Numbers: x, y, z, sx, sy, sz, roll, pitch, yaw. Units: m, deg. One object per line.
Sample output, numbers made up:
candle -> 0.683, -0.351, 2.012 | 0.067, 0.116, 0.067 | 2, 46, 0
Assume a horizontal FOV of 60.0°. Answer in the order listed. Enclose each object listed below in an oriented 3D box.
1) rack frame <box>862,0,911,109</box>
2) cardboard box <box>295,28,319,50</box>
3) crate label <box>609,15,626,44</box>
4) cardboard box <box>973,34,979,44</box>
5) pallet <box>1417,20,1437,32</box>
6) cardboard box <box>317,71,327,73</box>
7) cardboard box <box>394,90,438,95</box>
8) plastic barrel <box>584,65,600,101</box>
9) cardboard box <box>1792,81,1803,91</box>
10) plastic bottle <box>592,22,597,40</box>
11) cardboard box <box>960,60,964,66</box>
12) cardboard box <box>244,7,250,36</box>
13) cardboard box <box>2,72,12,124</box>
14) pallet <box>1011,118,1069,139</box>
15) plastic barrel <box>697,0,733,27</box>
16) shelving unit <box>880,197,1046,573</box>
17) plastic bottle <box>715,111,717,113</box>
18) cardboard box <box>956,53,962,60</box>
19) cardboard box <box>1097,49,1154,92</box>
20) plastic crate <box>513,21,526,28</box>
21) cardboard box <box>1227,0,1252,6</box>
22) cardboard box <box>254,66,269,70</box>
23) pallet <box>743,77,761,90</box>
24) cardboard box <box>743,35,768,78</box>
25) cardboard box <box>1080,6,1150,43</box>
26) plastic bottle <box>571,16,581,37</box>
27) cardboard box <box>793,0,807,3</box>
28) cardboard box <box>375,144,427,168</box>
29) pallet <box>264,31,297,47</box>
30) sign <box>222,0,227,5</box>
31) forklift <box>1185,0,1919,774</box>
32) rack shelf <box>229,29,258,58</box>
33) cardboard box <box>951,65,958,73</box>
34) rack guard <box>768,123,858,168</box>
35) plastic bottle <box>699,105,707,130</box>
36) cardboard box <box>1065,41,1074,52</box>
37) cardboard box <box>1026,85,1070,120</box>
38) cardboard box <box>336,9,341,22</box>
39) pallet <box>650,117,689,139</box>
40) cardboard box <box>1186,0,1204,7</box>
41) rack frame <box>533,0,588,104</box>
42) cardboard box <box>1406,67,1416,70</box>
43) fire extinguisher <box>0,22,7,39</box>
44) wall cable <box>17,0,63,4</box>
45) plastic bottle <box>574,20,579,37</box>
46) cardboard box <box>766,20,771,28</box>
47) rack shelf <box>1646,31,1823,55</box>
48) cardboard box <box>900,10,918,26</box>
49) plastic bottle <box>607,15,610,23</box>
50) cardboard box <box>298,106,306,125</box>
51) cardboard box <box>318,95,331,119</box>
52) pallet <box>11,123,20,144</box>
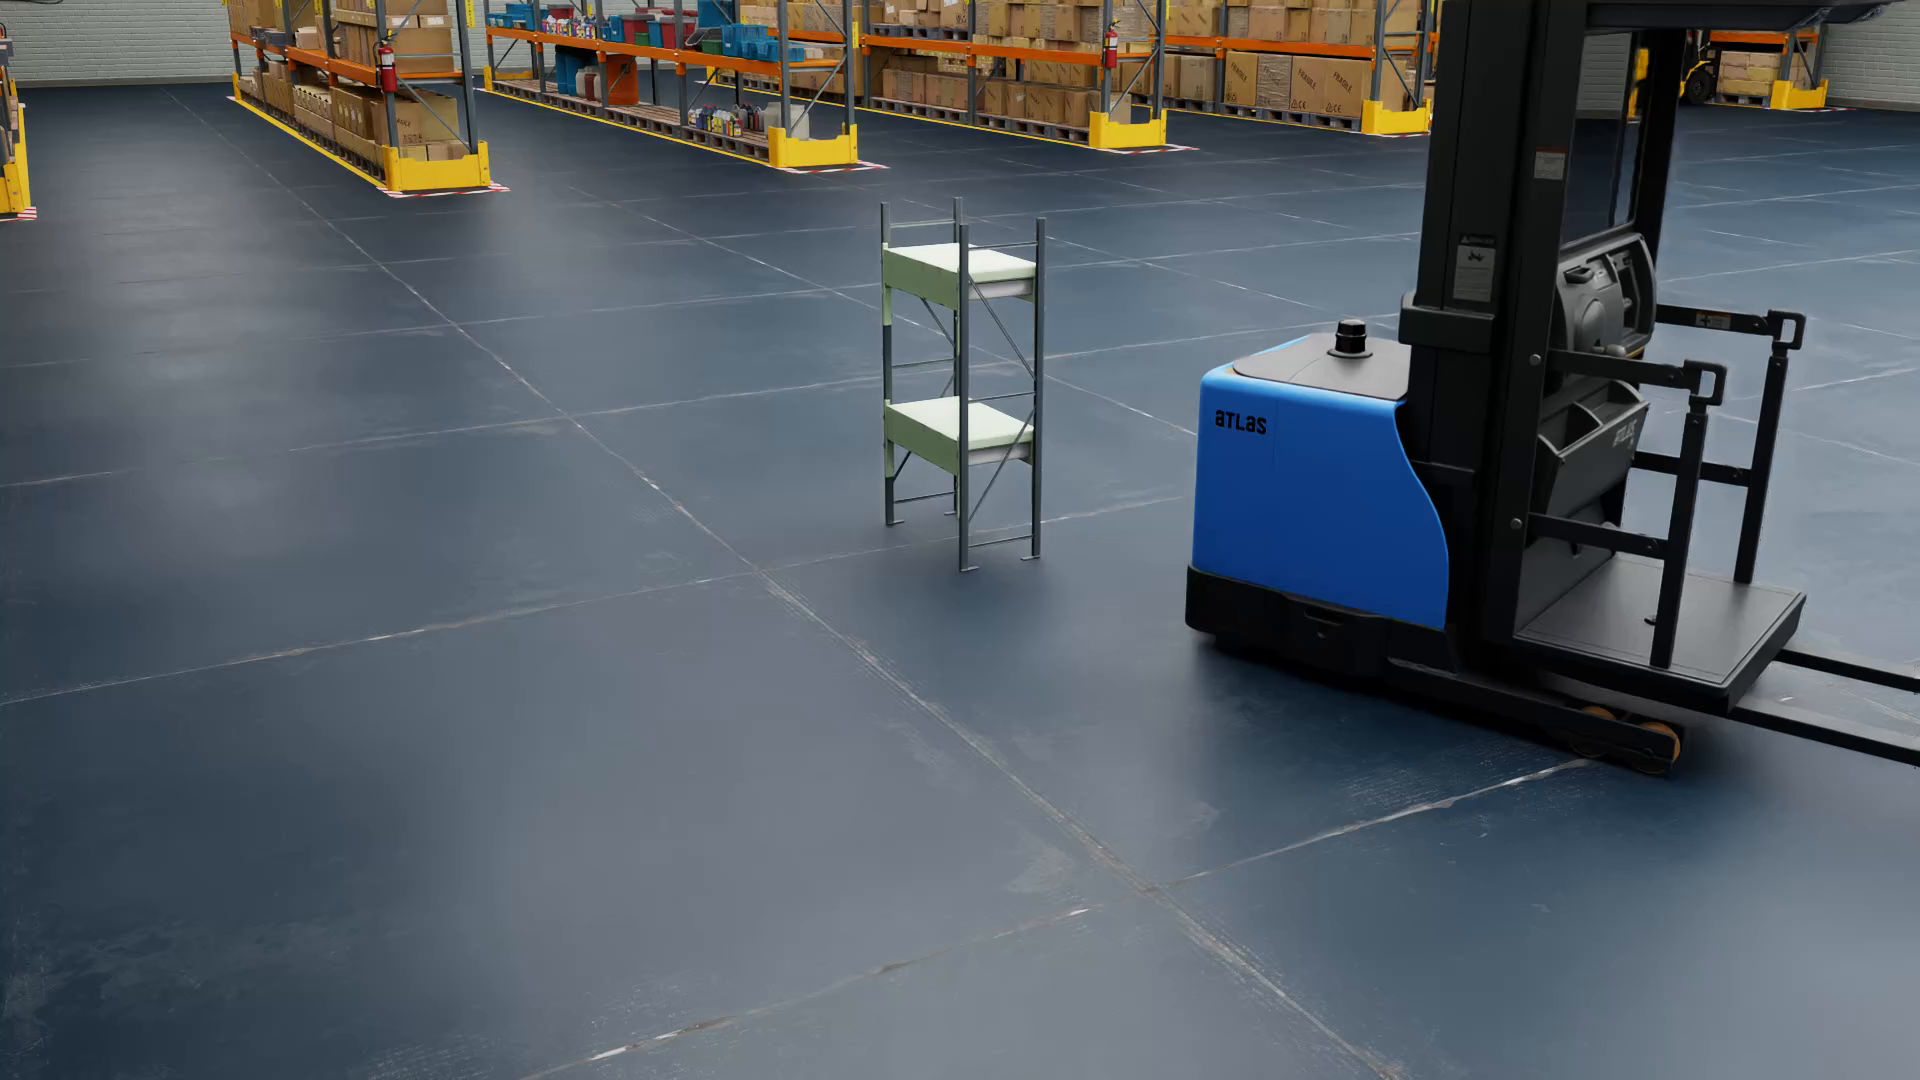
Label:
rack frame -> -1.308, -9.472, 30.482 | 1.000, 3.000, 0.127 | -10, 21, -27
cardboard box -> -9.774, -7.609, 25.221 | 0.500, 0.311, 0.500 | -10, 22, -27
crate label -> -5.433, -8.394, 27.305 | 0.502, 0.435, 0.616 | -10, 21, -27
cardboard box -> 0.429, -8.096, 26.881 | 0.380, 0.149, 0.250 | -10, 21, -27
pallet -> 9.078, -10.010, 32.335 | 1.003, 0.211, 1.213 | -10, 21, -27
cardboard box -> -11.441, -8.016, 29.420 | 0.500, 0.500, 0.500 | -10, 21, -27
cardboard box -> -6.998, -5.514, 21.435 | 0.500, 0.500, 0.500 | -10, 21, -27
plastic barrel -> -6.451, -8.225, 29.922 | 0.600, 0.588, 0.708 | -10, 21, -27
cardboard box -> 15.517, -8.550, 31.382 | 0.500, 0.250, 0.500 | -10, 21, -26
plastic bottle -> -6.235, -8.699, 28.422 | 0.061, 0.283, 0.133 | -10, 21, -27
cardboard box -> 0.213, -10.779, 37.541 | 0.380, 0.149, 0.250 | -11, 22, -29
cardboard box -> -12.637, -9.385, 30.078 | 0.500, 0.500, 0.500 | -9, 21, -25
cardboard box -> -14.620, -6.584, 24.764 | 0.750, 0.750, 0.750 | -10, 22, -27
pallet -> 1.524, -6.467, 26.050 | 1.003, 0.211, 1.213 | -10, 21, -27
plastic barrel -> -3.685, -7.951, 25.306 | 0.600, 0.901, 0.708 | -10, 21, -27
shelving unit -> 0.003, -0.707, 7.381 | 0.431, 1.500, 0.755 | -10, 21, -27
plastic bottle -> -3.575, -6.155, 24.380 | 0.097, 0.271, 0.097 | 0, 19, 0
cardboard box -> 0.123, -10.916, 37.482 | 0.380, 0.149, 0.250 | -11, 22, -29
cardboard box -> 3.315, -9.157, 32.376 | 1.050, 0.750, 0.750 | -10, 22, -27
plastic crate -> -8.658, -10.210, 32.933 | 0.293, 0.136, 0.466 | -10, 21, -27
cardboard box -> 5.149, -9.533, 28.773 | 0.875, 0.550, 0.550 | -10, 21, -27
cardboard box -> -12.824, -8.653, 31.262 | 0.797, 0.503, 0.637 | -10, 21, -27
pallet -> -4.083, -9.883, 35.948 | 1.003, 0.211, 1.213 | -10, 21, -27
cardboard box -> -4.301, -10.530, 36.162 | 0.875, 0.875, 0.875 | -10, 21, -27
cardboard box -> 2.254, -7.525, 24.231 | 0.875, 0.500, 0.500 | -10, 21, -27
plastic bottle -> -6.816, -9.111, 29.513 | 0.144, 0.351, 0.185 | -10, 21, -27
cardboard box -> -2.897, -10.959, 33.102 | 0.797, 0.503, 0.637 | -11, 22, -28
cardboard box -> -6.744, -4.649, 20.076 | 0.500, 0.250, 0.500 | -10, 21, -27
pallet -> -10.412, -8.031, 26.602 | 1.213, 0.211, 1.003 | -10, 21, -27
sign -> -14.305, -10.560, 32.308 | 0.100, 0.325, 0.005 | -10, 21, -27
forklift -> 2.349, -0.818, 5.510 | 3.031, 2.935, 1.130 | 14, 24, 36
rack shelf -> -12.877, -9.321, 31.147 | 1.077, 0.370, 4.000 | -10, 21, -27
cardboard box -> 0.019, -10.716, 37.816 | 0.380, 0.149, 0.250 | -10, 21, -27
rack guard -> -1.946, -5.241, 22.053 | 1.175, 0.500, 0.348 | -10, 21, -27
plastic bottle -> -3.750, -6.216, 24.433 | 0.144, 0.351, 0.185 | -9, 21, -25
cardboard box -> 1.786, -7.316, 24.620 | 0.380, 0.149, 0.250 | -10, 21, -27
cardboard box -> 1.388, -6.890, 26.188 | 0.500, 0.500, 0.500 | -12, 22, -31
cardboard box -> -8.052, -6.965, 22.069 | 0.380, 0.149, 0.250 | -10, 21, -26
pallet -> -4.175, -6.457, 26.021 | 1.003, 0.211, 1.213 | -10, 21, -27
cardboard box -> 4.517, -9.871, 29.954 | 0.700, 0.500, 0.500 | -10, 22, -28
rack frame -> -7.567, -9.853, 31.586 | 1.000, 3.000, 0.127 | -10, 21, -27
cardboard box -> 8.717, -9.171, 32.994 | 0.950, 0.372, 0.625 | -9, 21, -23
fire extinguisher -> -17.850, -9.368, 30.873 | 0.296, 0.674, 0.183 | -10, 21, -27
wall cable -> -20.556, -12.513, 34.860 | 3.097, 2.526, 0.112 | -10, 21, -27
plastic bottle -> -6.778, -9.027, 29.373 | 0.061, 0.283, 0.133 | -10, 21, -27
cardboard box -> -3.764, -10.612, 34.171 | 0.380, 0.149, 0.250 | -10, 21, -26
rack shelf -> 14.629, -9.714, 32.287 | 1.077, 0.370, 4.000 | -10, 21, -27
cardboard box -> -0.715, -9.082, 28.940 | 0.500, 0.250, 0.500 | -11, 22, -28
plastic bottle -> -6.319, -9.300, 30.060 | 0.144, 0.351, 0.185 | -10, 21, -27
cardboard box -> -9.799, -6.497, 25.433 | 0.500, 0.250, 0.500 | -11, 22, -28
cardboard box -> -8.826, -6.174, 23.637 | 0.500, 0.311, 0.500 | -9, 21, -25
pallet -> -14.694, -6.090, 24.956 | 1.003, 0.211, 1.213 | -10, 21, -27
